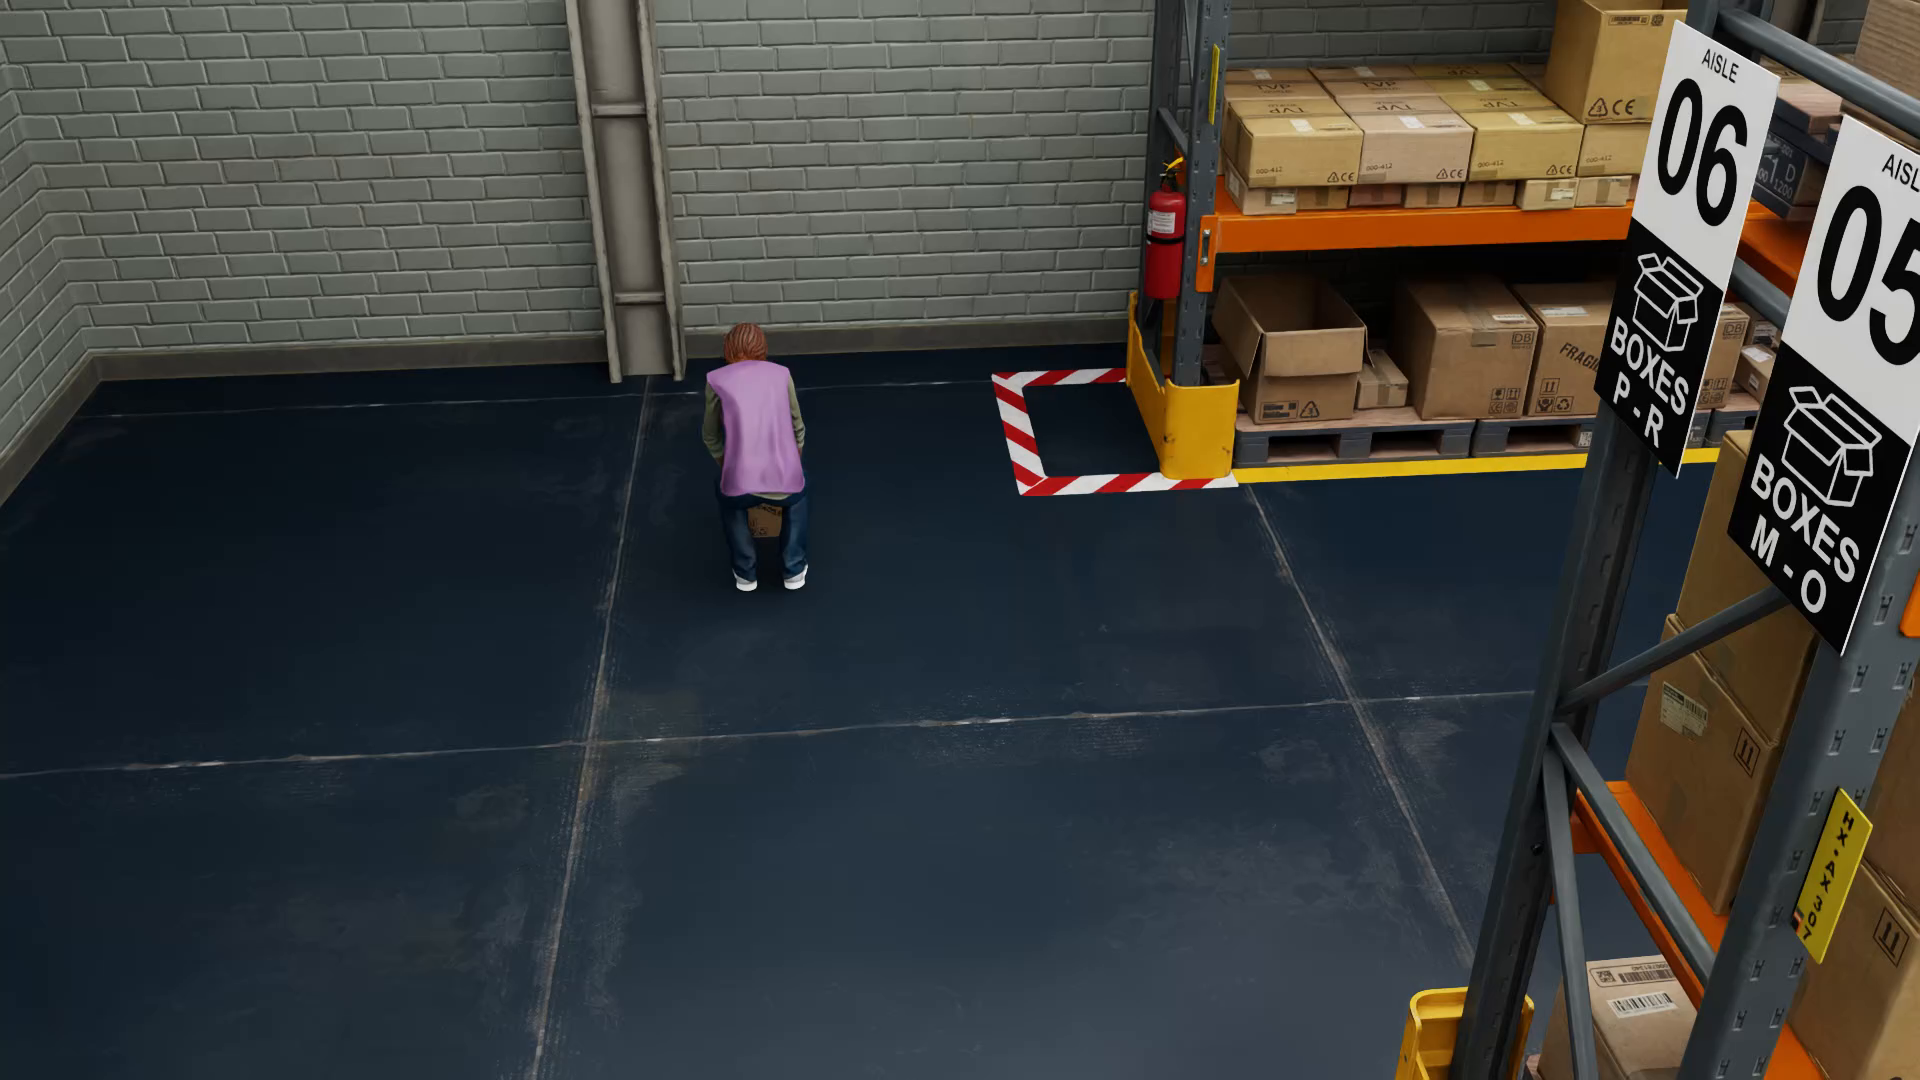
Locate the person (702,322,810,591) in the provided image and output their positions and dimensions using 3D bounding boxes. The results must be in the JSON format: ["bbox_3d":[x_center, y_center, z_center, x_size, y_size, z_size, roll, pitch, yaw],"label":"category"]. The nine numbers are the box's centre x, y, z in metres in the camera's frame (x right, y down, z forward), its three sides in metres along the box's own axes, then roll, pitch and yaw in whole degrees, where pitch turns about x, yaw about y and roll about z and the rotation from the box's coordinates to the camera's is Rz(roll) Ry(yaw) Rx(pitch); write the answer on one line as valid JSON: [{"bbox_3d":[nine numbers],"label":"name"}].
[{"bbox_3d":[-0.881,-0.317,7.177,0.460,1.061,0.754,-3,32,-5],"label":"person"}]
